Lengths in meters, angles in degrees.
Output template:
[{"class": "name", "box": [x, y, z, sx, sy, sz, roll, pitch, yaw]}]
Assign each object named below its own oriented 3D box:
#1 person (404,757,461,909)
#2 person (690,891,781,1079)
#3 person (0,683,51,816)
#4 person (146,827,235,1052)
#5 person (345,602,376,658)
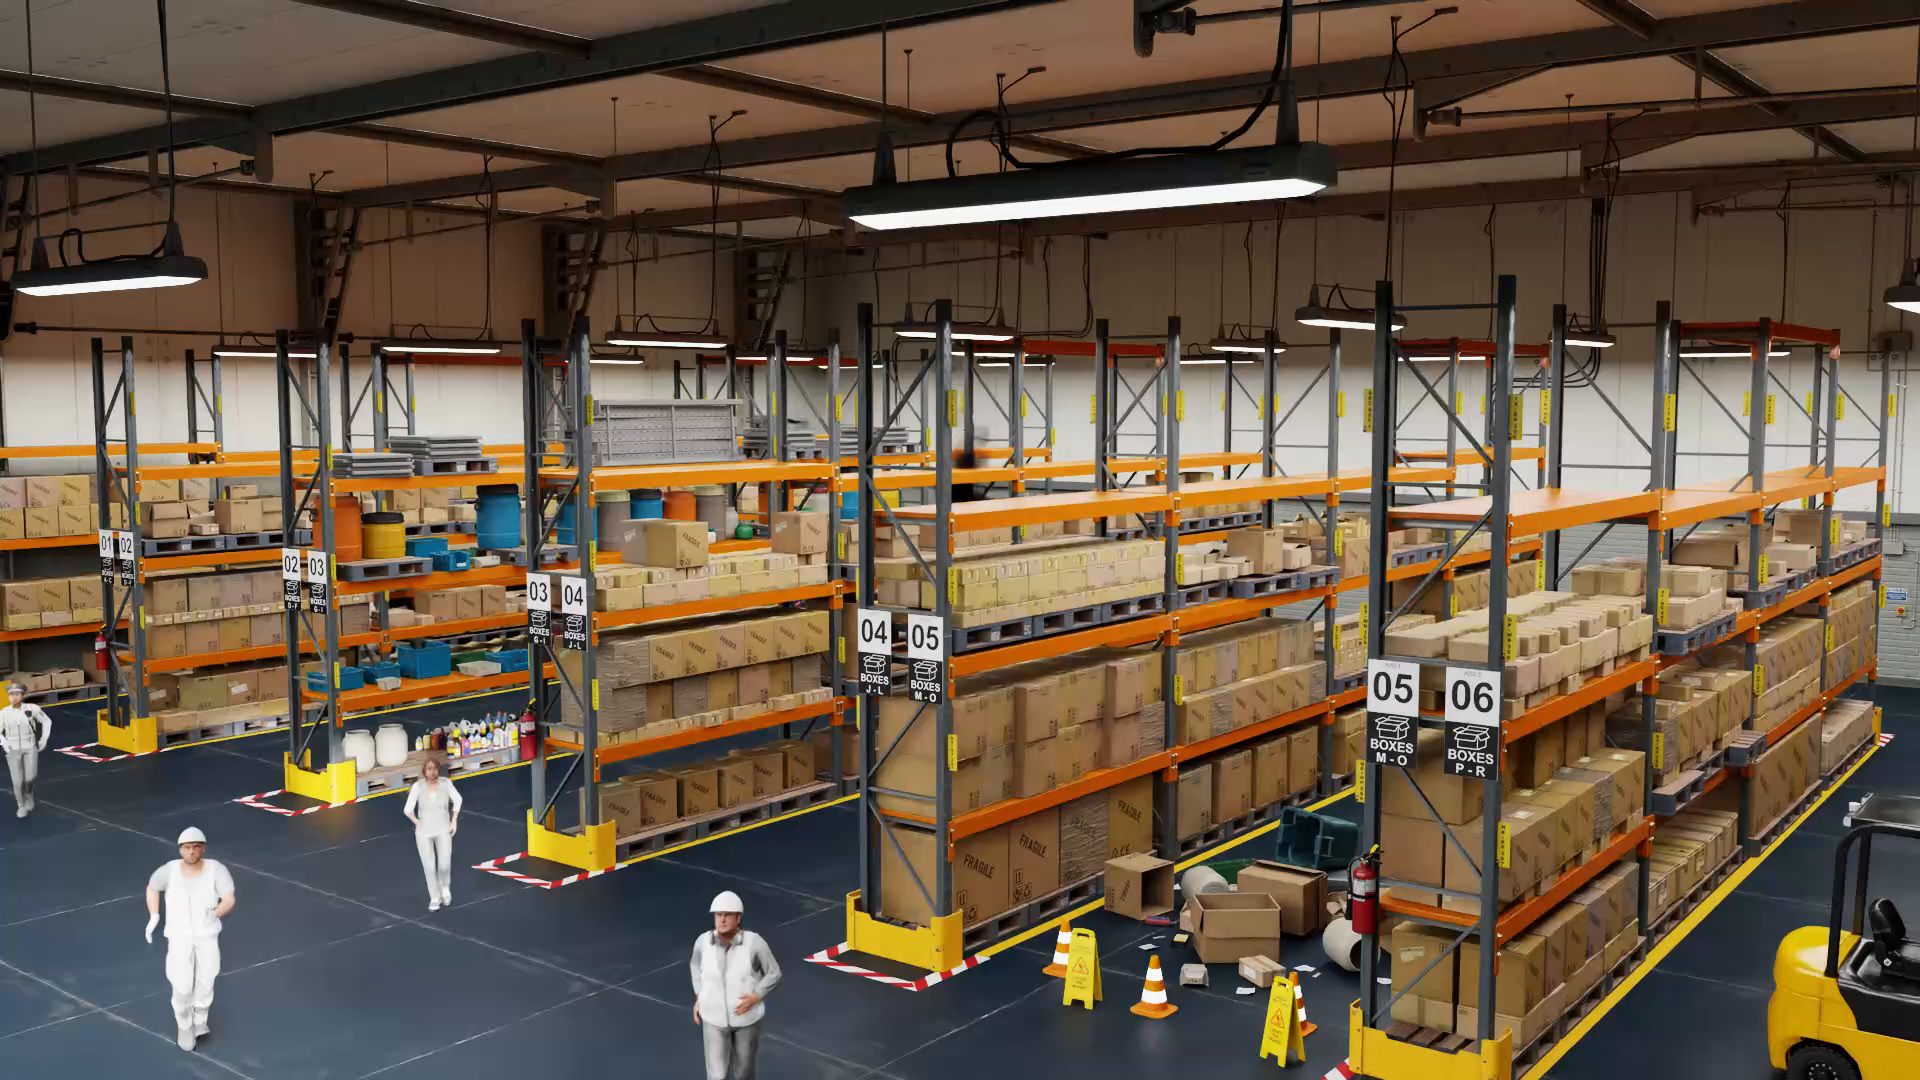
[{"class": "person", "box": [-5.249, 2.945, 16.584, 0.548, 1.551, 0.552, -2, 5, -17]}, {"class": "person", "box": [-1.547, 3.286, 11.458, 0.655, 1.811, 0.832, 0, 5, 1]}, {"class": "person", "box": [-11.487, 2.569, 20.362, 0.629, 1.659, 0.524, -2, 5, -25]}, {"class": "person", "box": [-6.045, 3.137, 13.087, 0.647, 1.776, 0.786, -3, 6, -27]}, {"class": "person", "box": [-10.557, 1.715, 29.342, 0.677, 1.836, 0.872, 3, 6, 31]}]
